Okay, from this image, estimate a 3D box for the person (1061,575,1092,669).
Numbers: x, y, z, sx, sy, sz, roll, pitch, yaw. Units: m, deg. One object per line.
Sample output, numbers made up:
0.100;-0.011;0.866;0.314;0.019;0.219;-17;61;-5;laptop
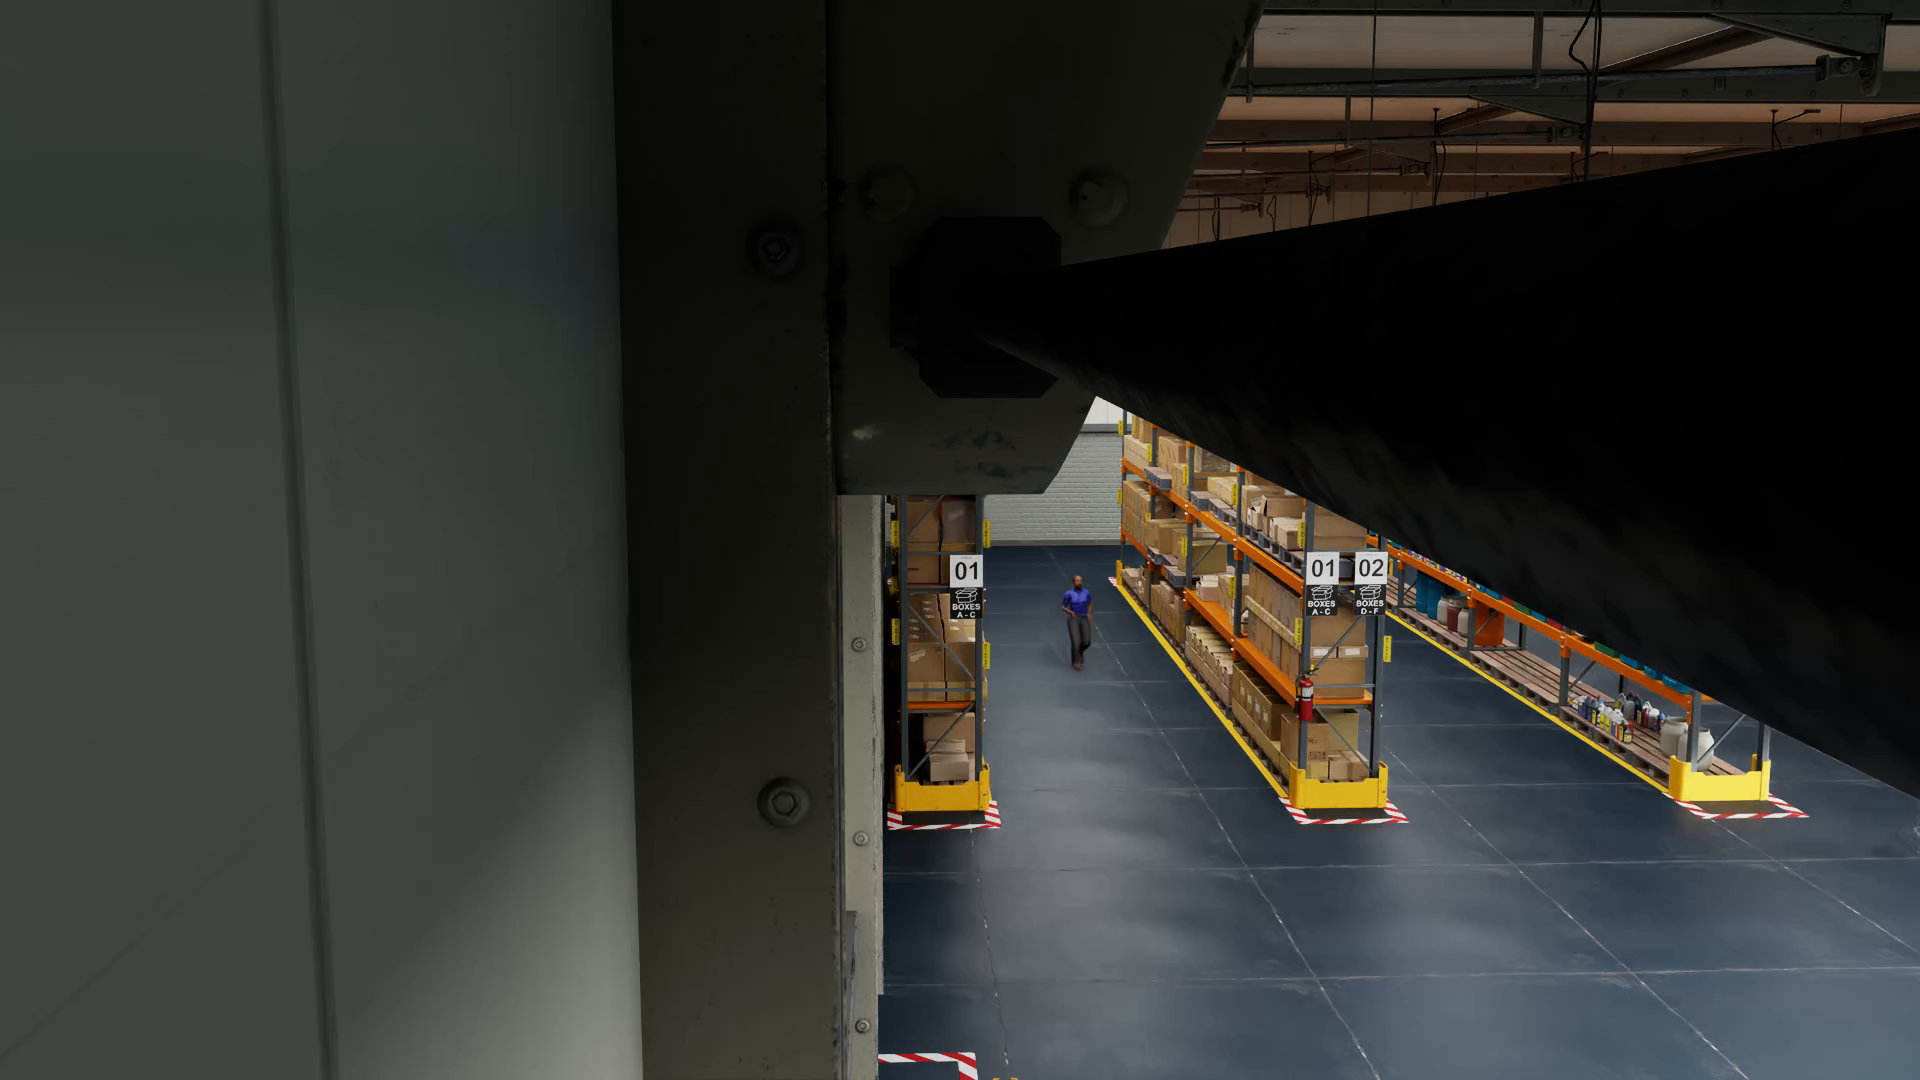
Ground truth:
2.012;1.390;28.157;0.570;1.606;0.568;-2;9;-12;person
